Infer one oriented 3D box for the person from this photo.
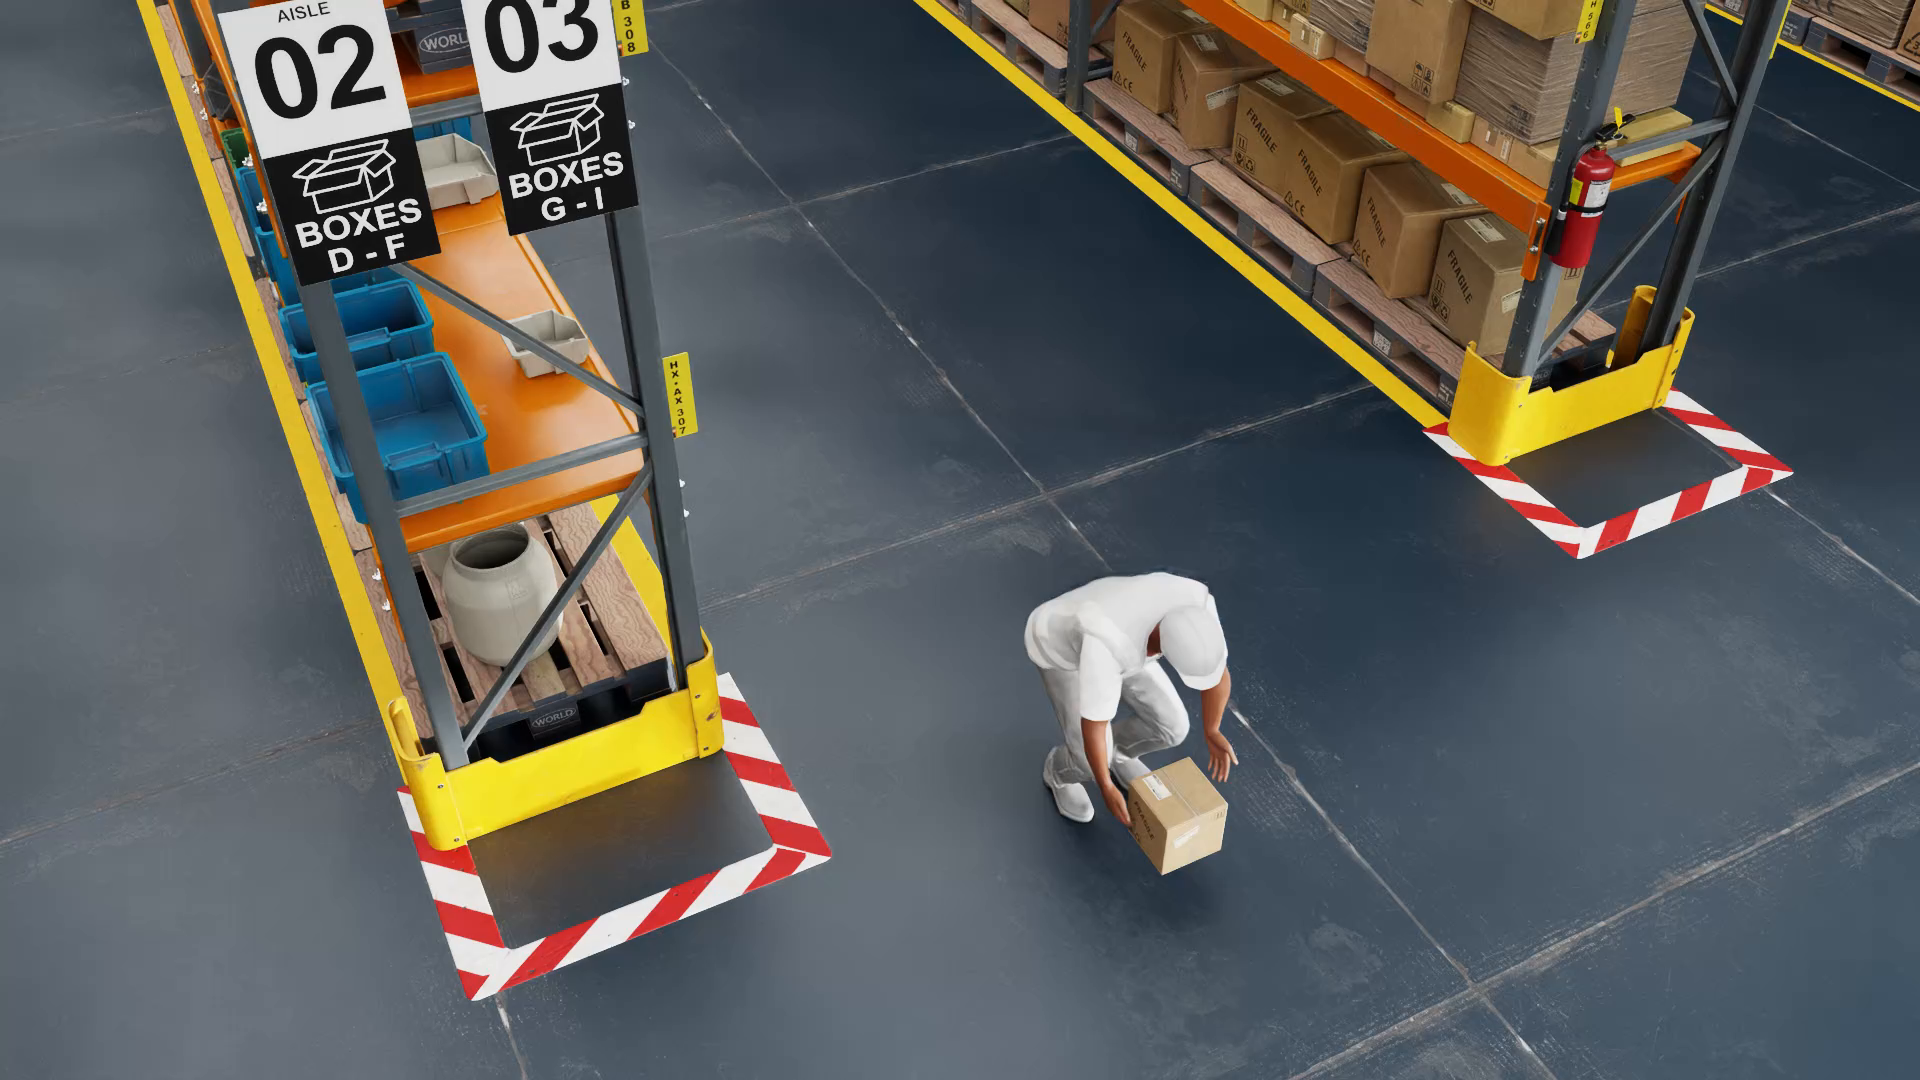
[{"bbox_3d":[0.613,0.519,5.971,0.620,1.207,0.839,-19,44,-20],"label":"person"}]
